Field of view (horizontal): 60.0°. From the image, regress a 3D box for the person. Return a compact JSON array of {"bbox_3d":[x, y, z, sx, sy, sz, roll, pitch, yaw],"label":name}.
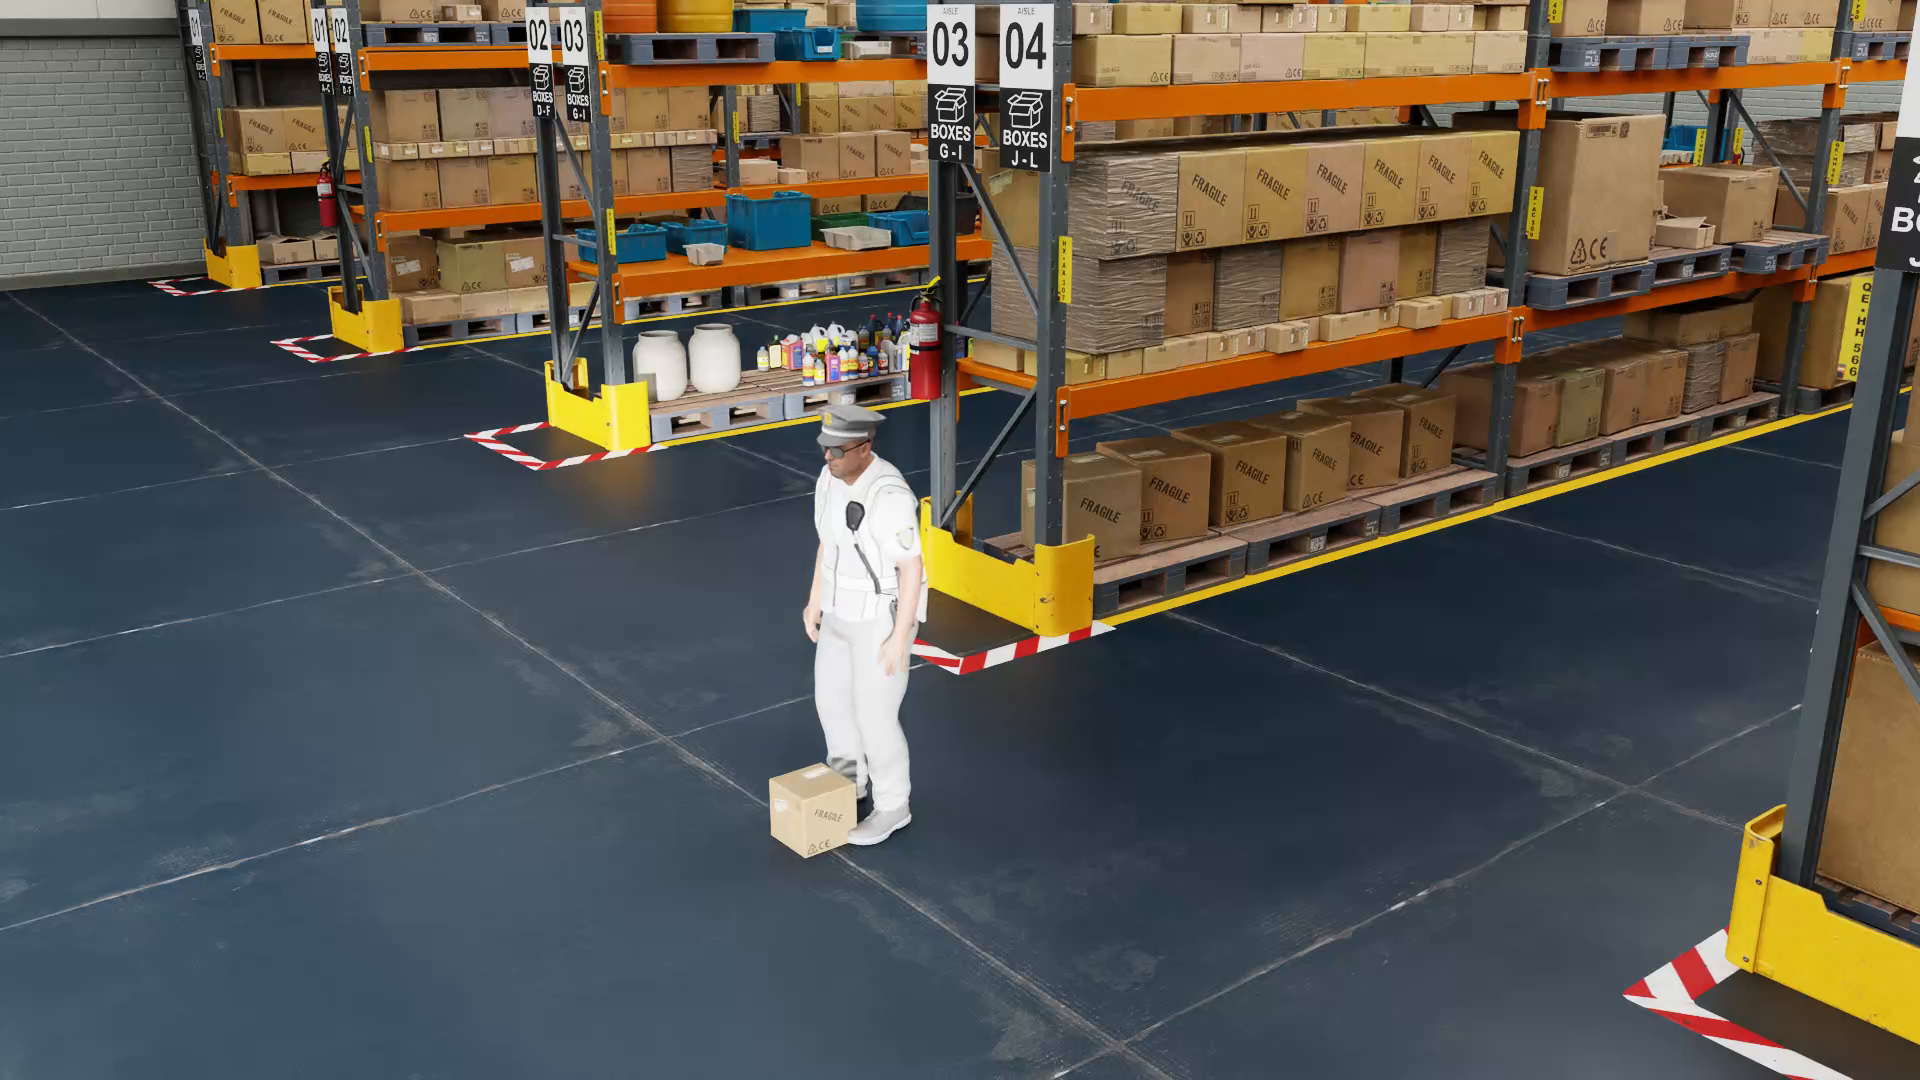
[{"bbox_3d":[-0.370,0.307,6.565,0.427,1.750,0.602,-15,23,-38],"label":"person"}]
